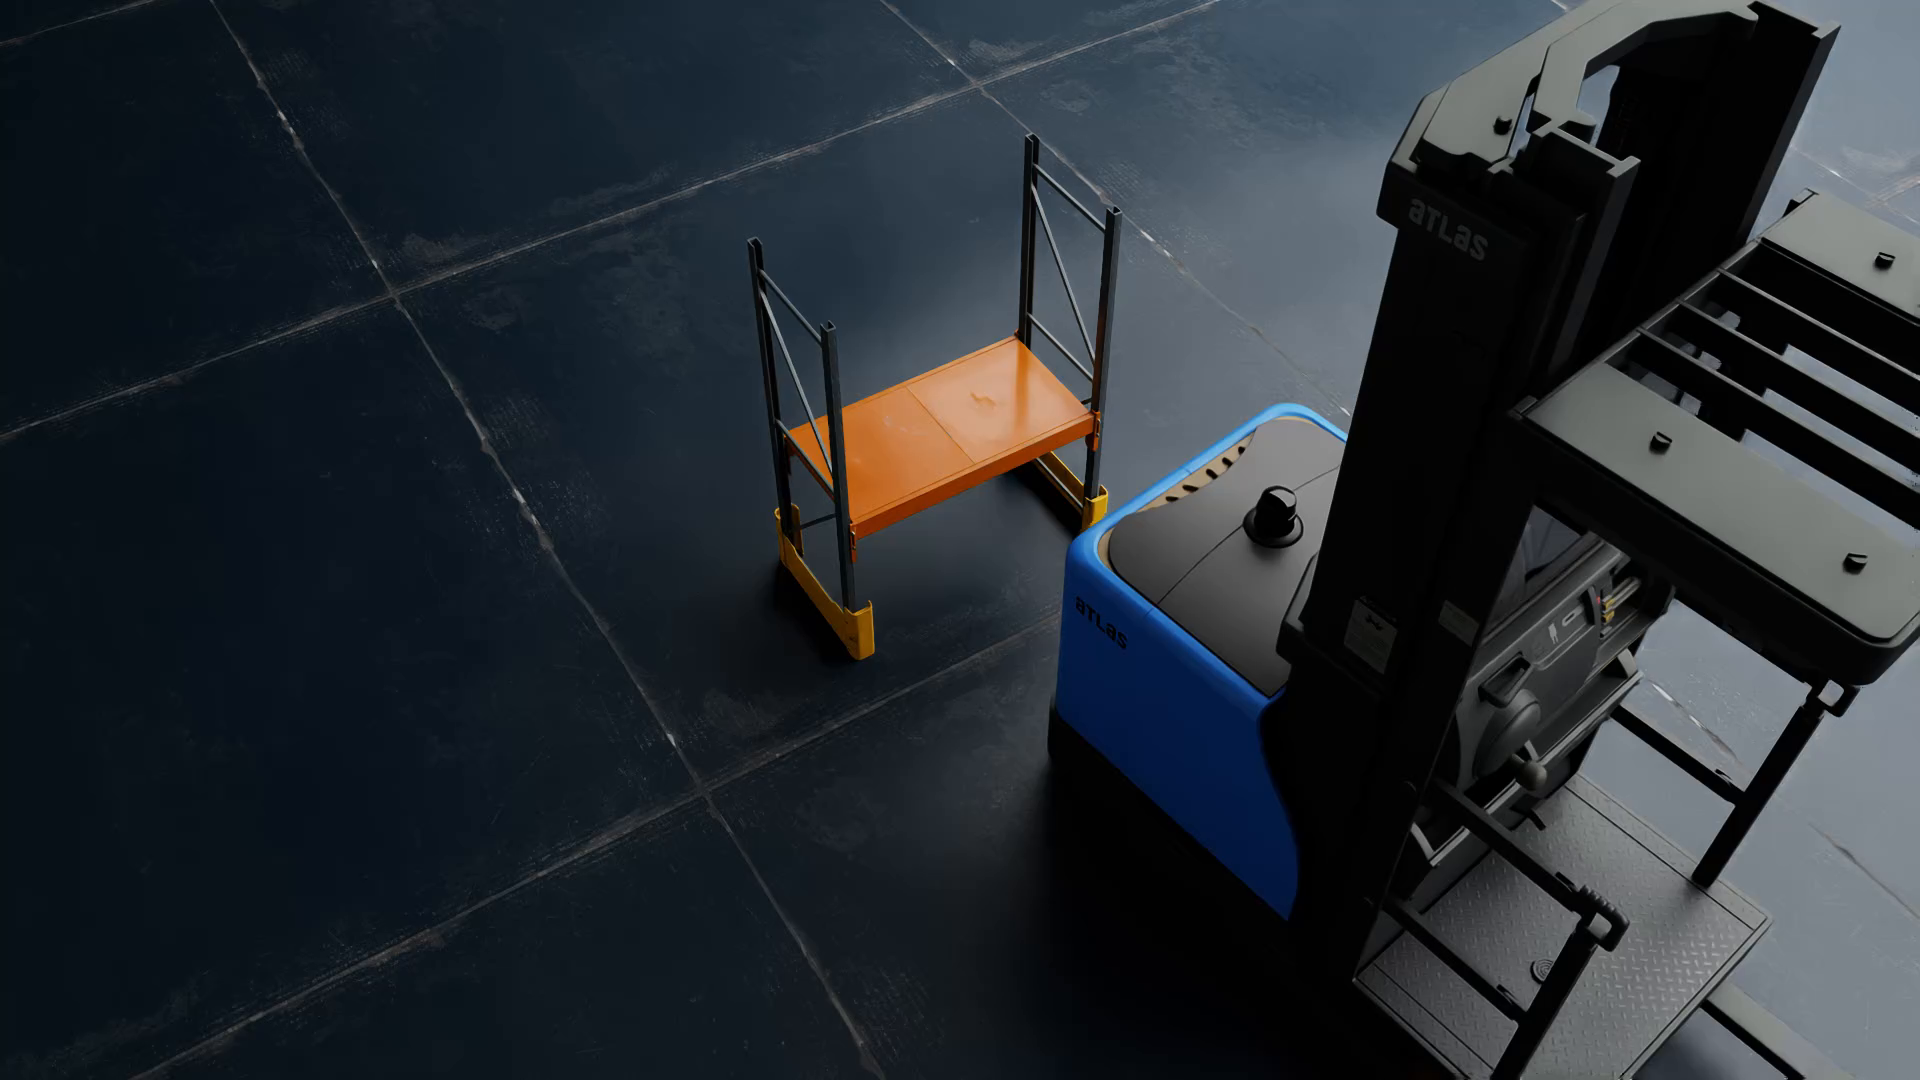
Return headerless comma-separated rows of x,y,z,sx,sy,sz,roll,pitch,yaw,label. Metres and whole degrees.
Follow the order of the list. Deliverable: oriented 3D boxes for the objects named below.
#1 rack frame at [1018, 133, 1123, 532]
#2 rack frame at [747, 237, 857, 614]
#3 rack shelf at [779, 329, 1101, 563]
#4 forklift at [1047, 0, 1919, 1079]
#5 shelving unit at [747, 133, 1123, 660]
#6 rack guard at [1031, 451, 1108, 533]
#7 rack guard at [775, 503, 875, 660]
0.358,-0.667,5.840,0.032,1.500,0.500,-25,53,-21,rack frame
-0.502,-0.262,5.479,0.032,1.500,0.500,-25,53,-21,rack frame
-0.072,-0.345,5.794,1.000,0.185,0.538,-25,53,-21,rack shelf
1.637,0.351,3.975,1.130,2.935,3.031,-33,56,-26,forklift
-0.064,-0.468,5.663,1.083,1.500,0.587,-25,53,-21,shelving unit
0.357,-0.251,6.306,0.087,0.250,0.587,-25,53,-21,rack guard
-0.486,0.146,5.953,0.087,0.250,0.587,-25,53,-21,rack guard
